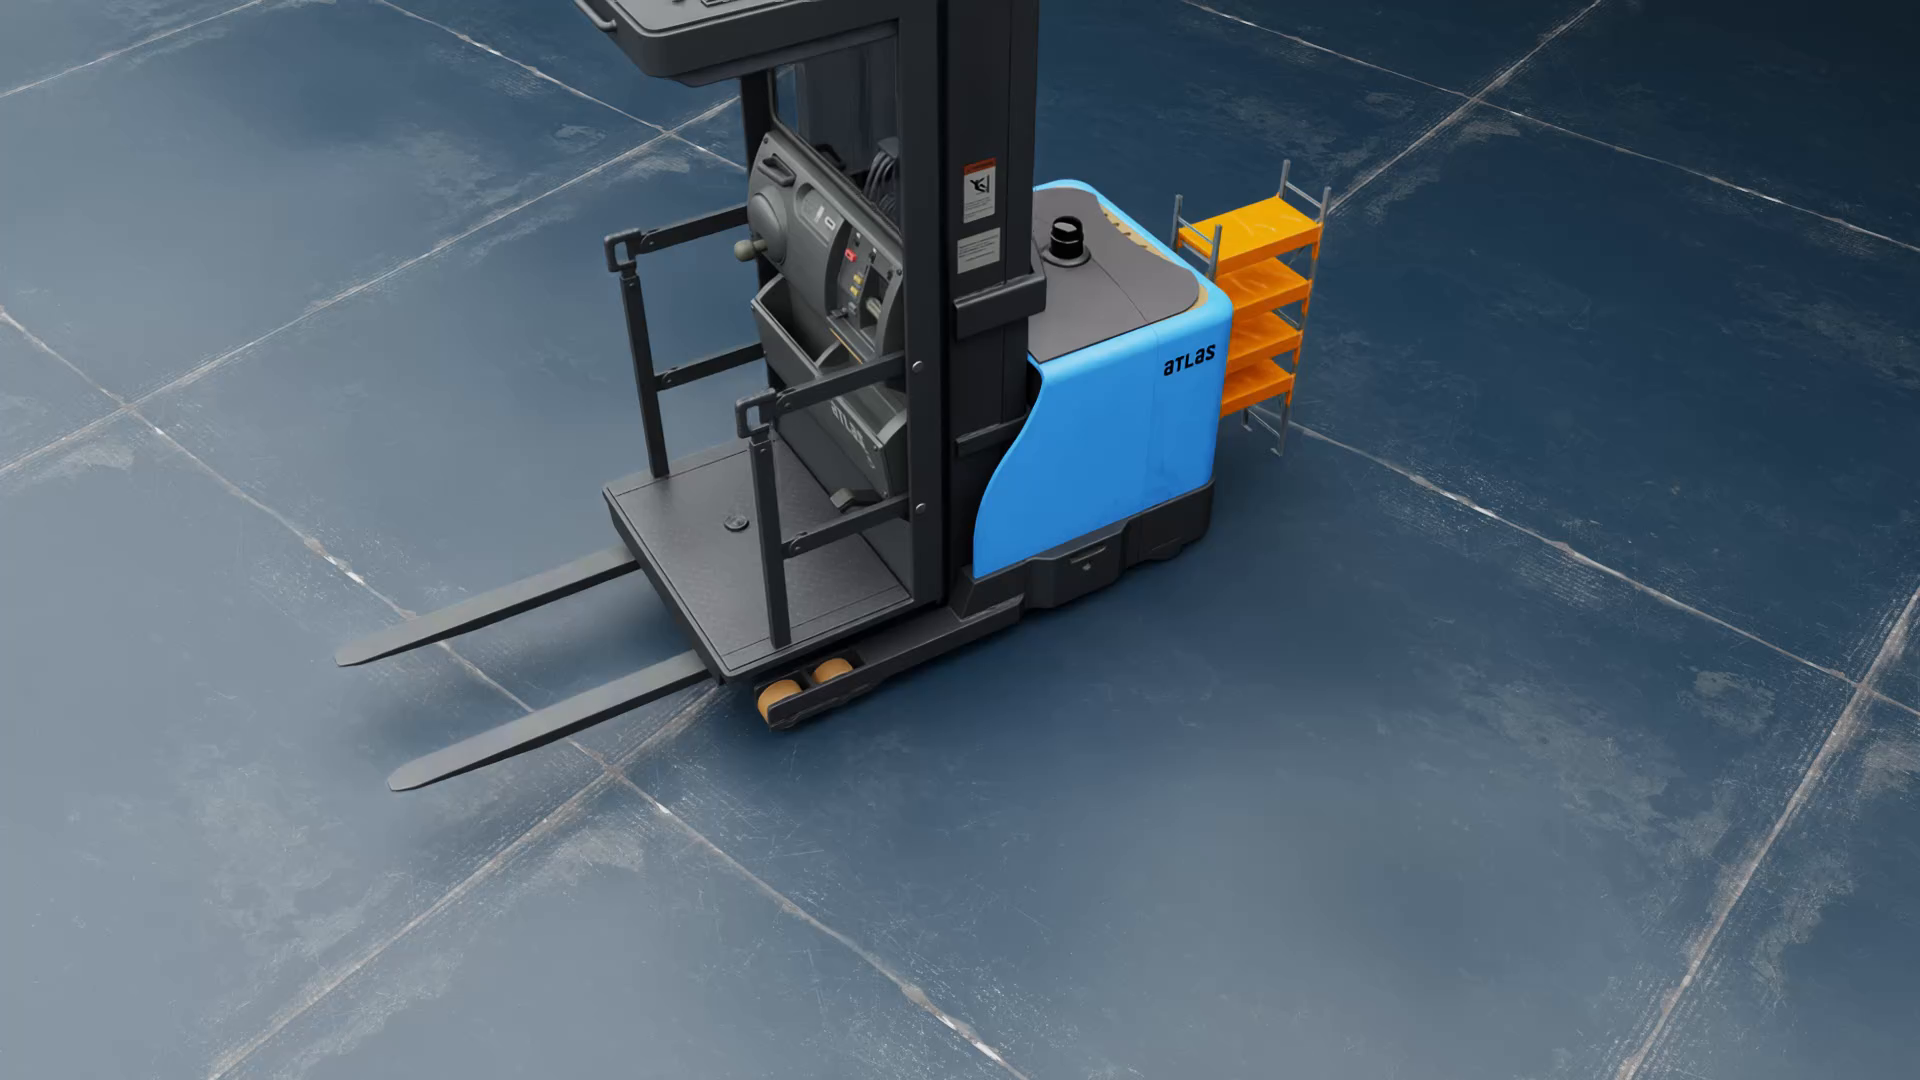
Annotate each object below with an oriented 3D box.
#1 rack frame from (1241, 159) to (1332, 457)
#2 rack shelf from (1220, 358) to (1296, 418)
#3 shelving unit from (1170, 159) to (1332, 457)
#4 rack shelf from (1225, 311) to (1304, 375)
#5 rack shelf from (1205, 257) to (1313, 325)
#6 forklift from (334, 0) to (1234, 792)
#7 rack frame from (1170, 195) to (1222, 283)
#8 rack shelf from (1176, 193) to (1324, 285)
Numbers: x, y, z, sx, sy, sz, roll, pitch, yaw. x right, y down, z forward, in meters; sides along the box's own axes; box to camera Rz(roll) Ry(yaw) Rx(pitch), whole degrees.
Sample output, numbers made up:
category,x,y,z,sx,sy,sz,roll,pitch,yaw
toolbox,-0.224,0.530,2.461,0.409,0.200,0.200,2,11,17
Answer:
category,x,y,z,sx,sy,sz,roll,pitch,yaw
rack frame,1.222,-0.849,6.291,0.015,1.200,0.240,-22,47,-24
rack shelf,1.011,-0.566,6.369,0.480,0.148,0.258,-22,47,-24
shelving unit,1.015,-0.765,6.192,0.503,1.200,0.258,-22,47,-24
rack shelf,1.014,-0.715,6.237,0.480,0.148,0.258,-22,47,-24
rack shelf,1.018,-0.882,6.088,0.480,0.148,0.258,-22,47,-24
forklift,-0.599,-0.862,5.019,3.031,2.935,1.130,-22,47,-22
rack frame,0.809,-0.681,6.093,0.015,1.200,0.240,-22,47,-24
rack shelf,1.022,-1.058,5.931,0.480,0.148,0.258,-22,47,-24
